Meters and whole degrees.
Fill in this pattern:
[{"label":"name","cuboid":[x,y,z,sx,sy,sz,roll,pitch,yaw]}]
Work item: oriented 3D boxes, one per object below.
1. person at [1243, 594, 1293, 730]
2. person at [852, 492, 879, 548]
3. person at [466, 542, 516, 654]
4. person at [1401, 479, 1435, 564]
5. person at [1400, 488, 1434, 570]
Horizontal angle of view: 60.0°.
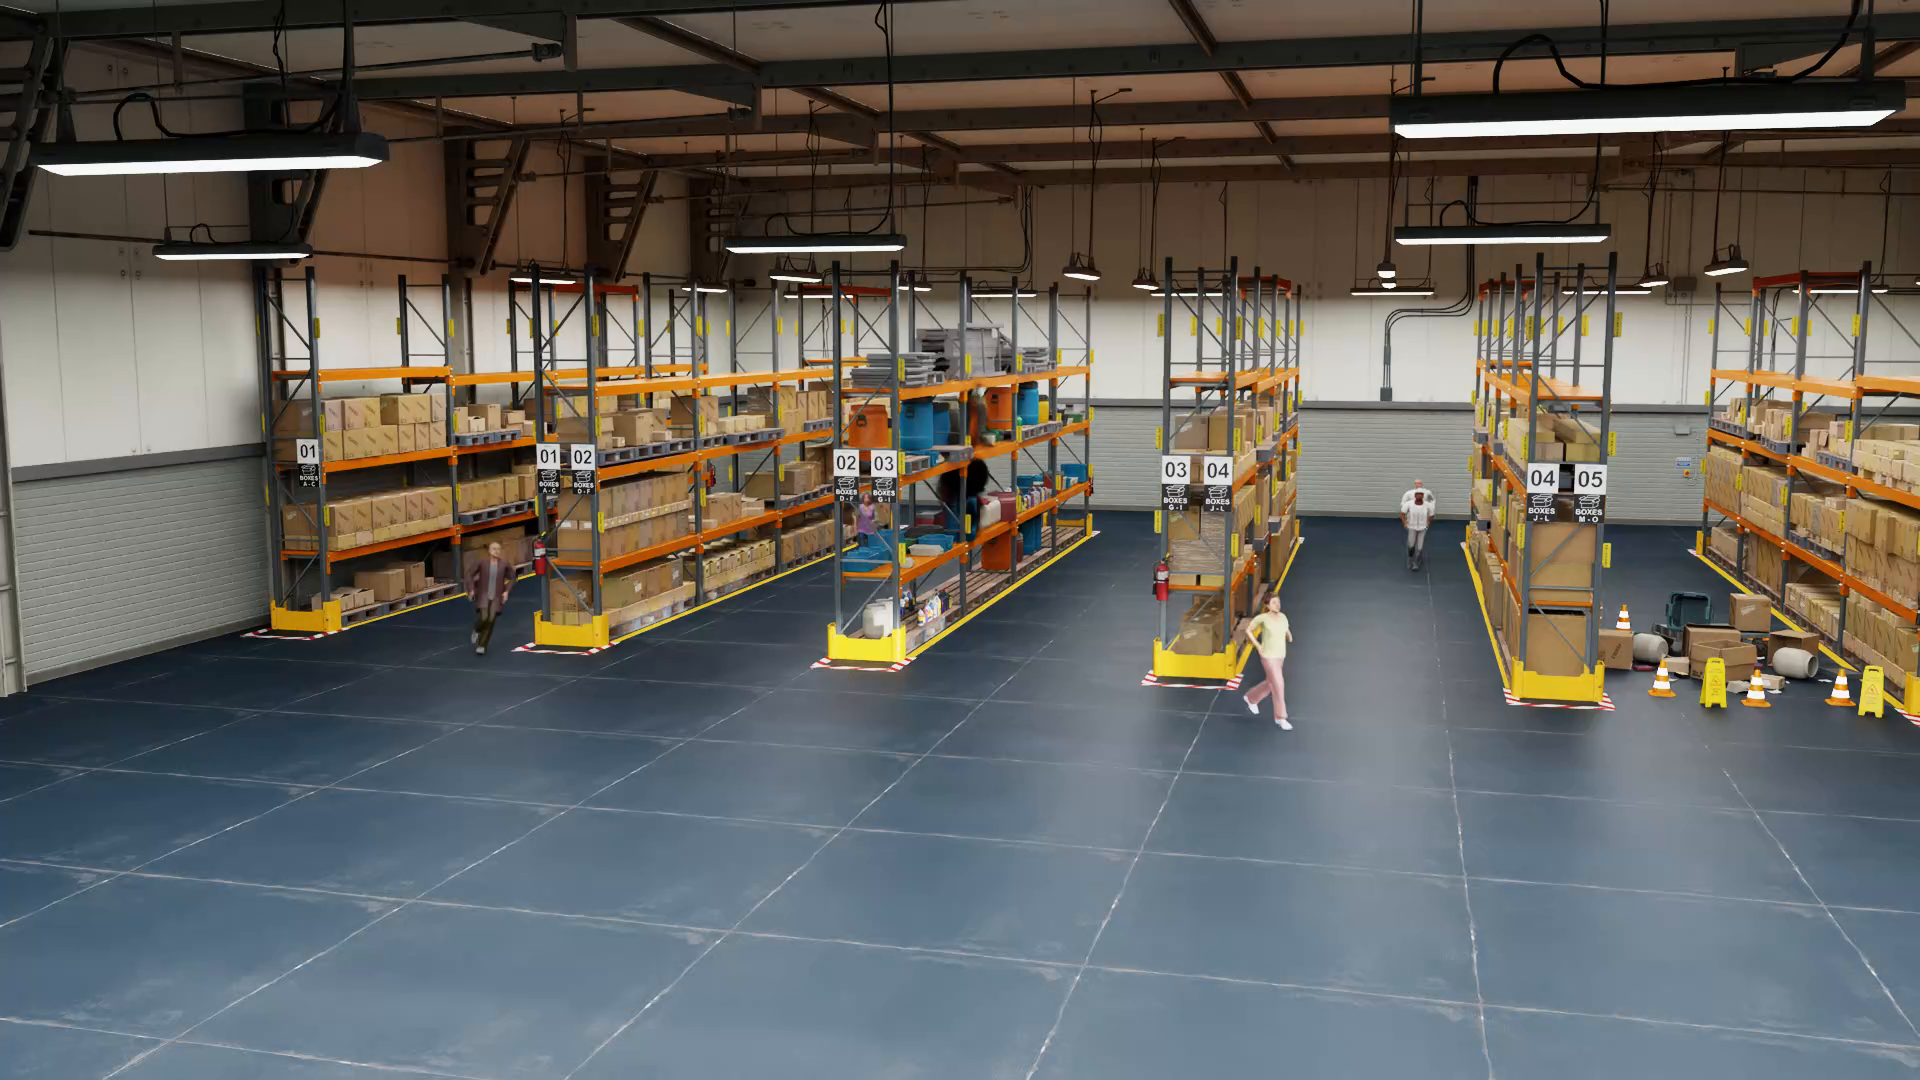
[{"label":"person","cuboid":[3.963,1.503,21.132,0.564,1.682,0.876,-4,8,-31]},{"label":"person","cuboid":[-1.809,-0.101,31.941,0.519,1.625,0.622,0,7,-3]},{"label":"person","cuboid":[-7.262,0.888,25.836,0.738,1.697,0.579,-3,8,-22]},{"label":"person","cuboid":[9.888,-0.433,35.944,0.718,1.790,1.045,2,8,16]},{"label":"person","cuboid":[9.457,-0.224,34.388,0.676,1.720,0.591,1,7,11]}]
